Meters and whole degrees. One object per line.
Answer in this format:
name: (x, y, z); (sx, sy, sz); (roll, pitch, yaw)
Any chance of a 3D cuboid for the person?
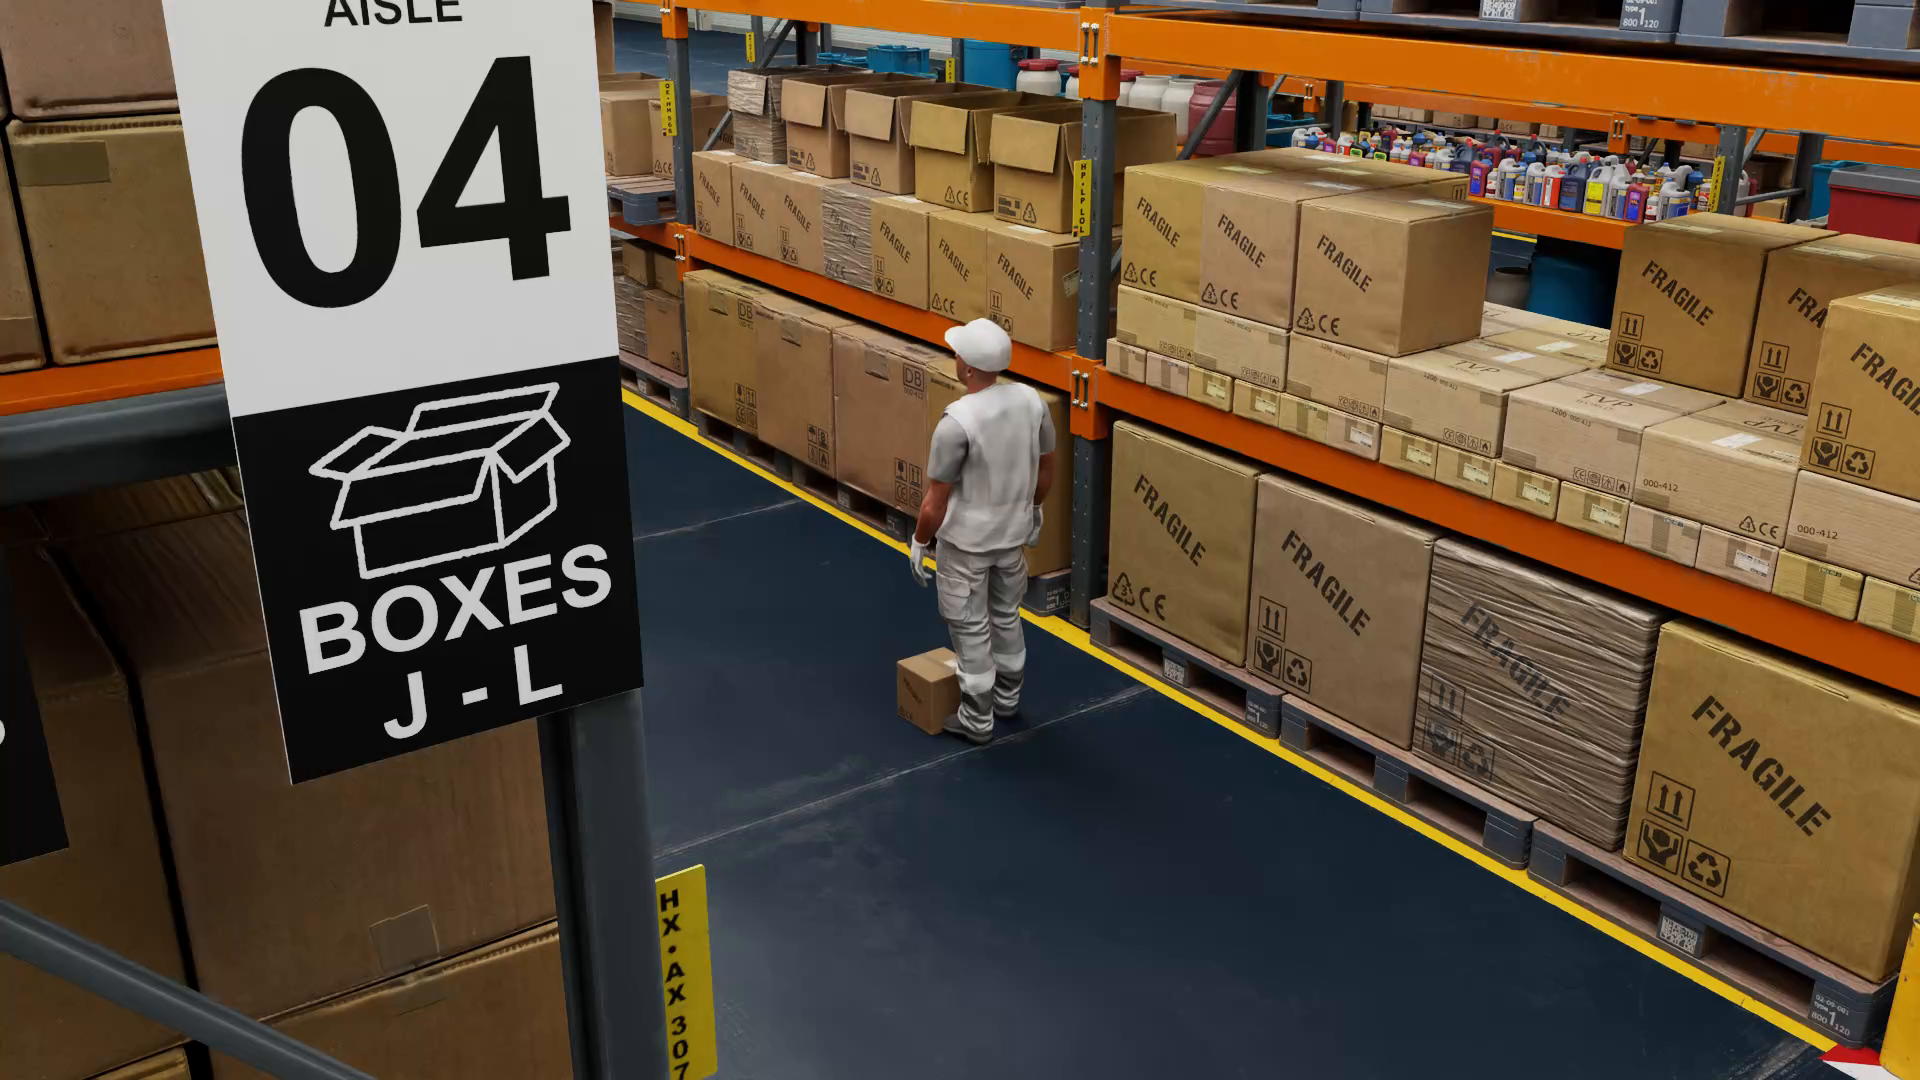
person: (0.046, -0.038, 6.624); (0.637, 1.787, 0.564); (-14, 25, -33)
